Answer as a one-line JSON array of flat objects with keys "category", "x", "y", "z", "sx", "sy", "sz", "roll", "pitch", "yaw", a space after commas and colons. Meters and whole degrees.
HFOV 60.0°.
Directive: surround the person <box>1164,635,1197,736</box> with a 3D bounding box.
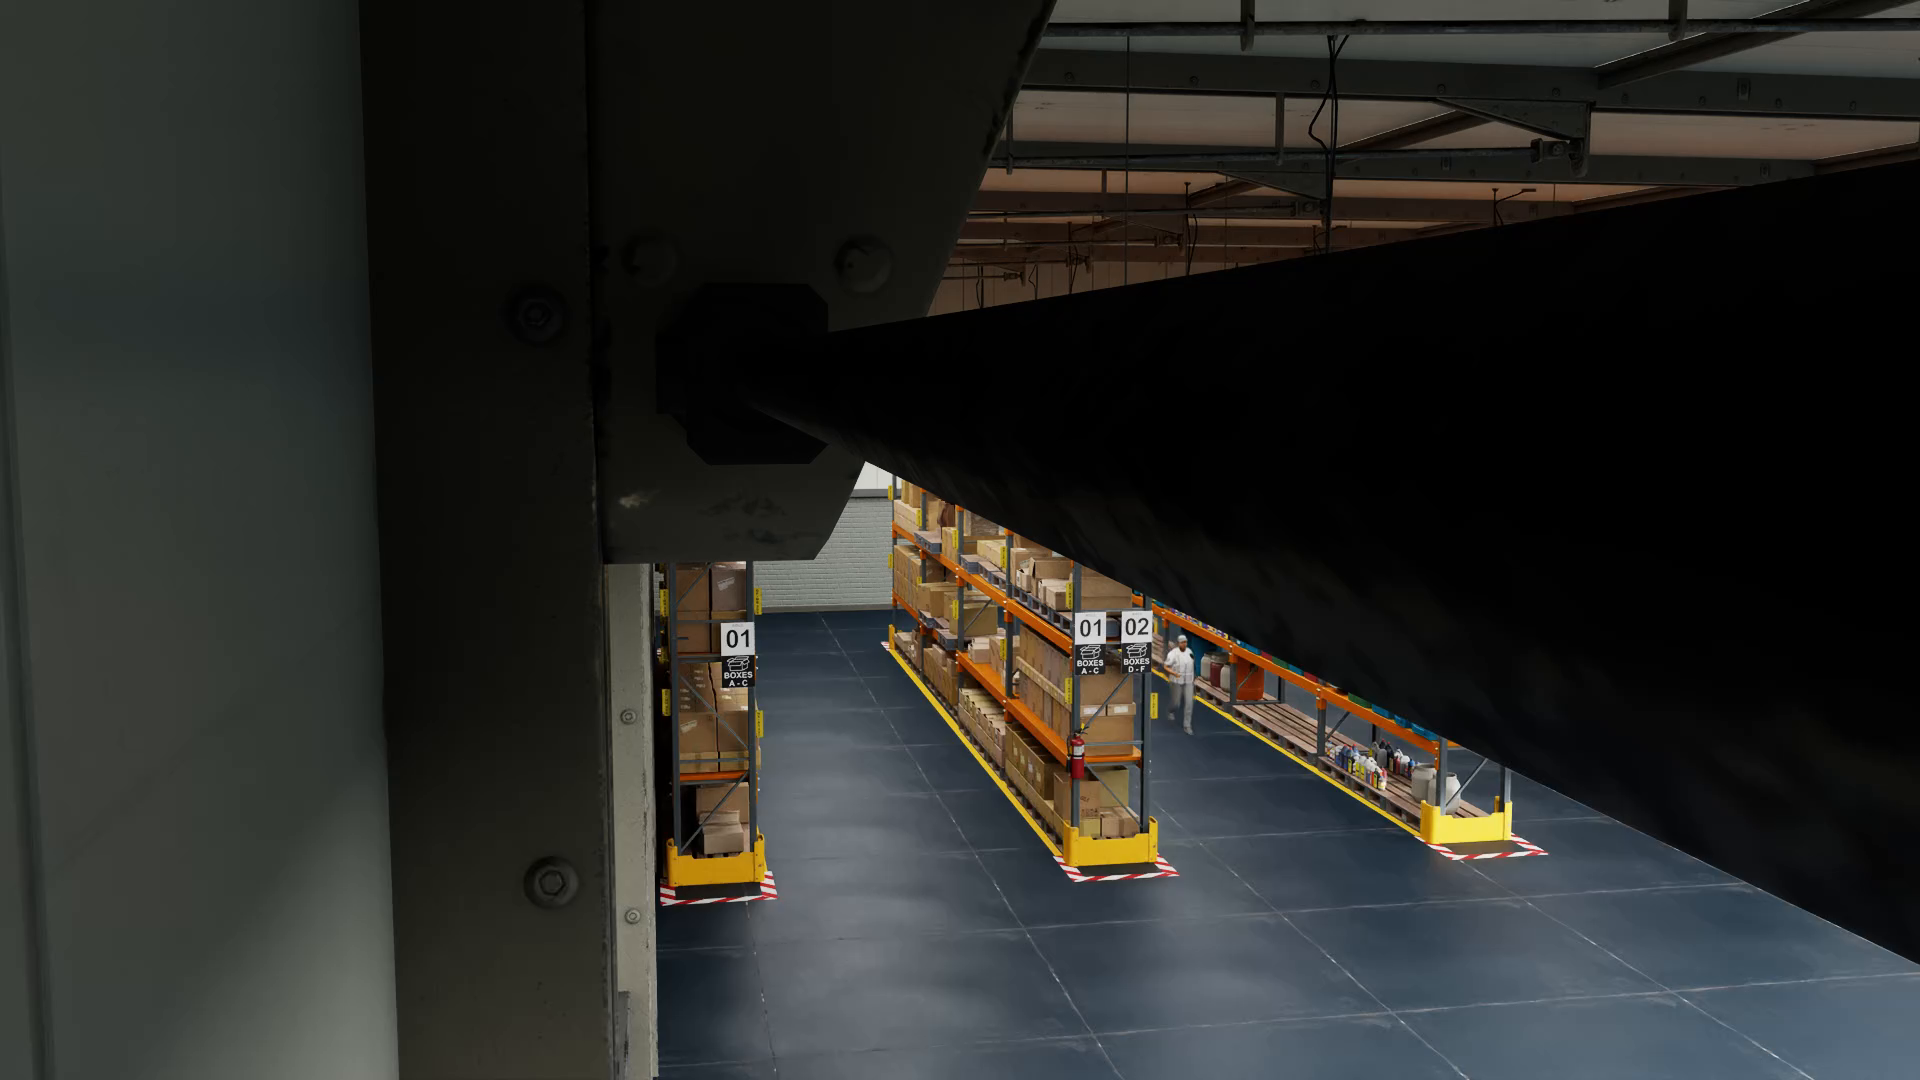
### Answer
[{"category": "person", "x": 3.775, "y": 2.442, "z": 28.425, "sx": 0.614, "sy": 1.665, "sz": 0.900, "roll": -1, "pitch": 6, "yaw": -11}]
